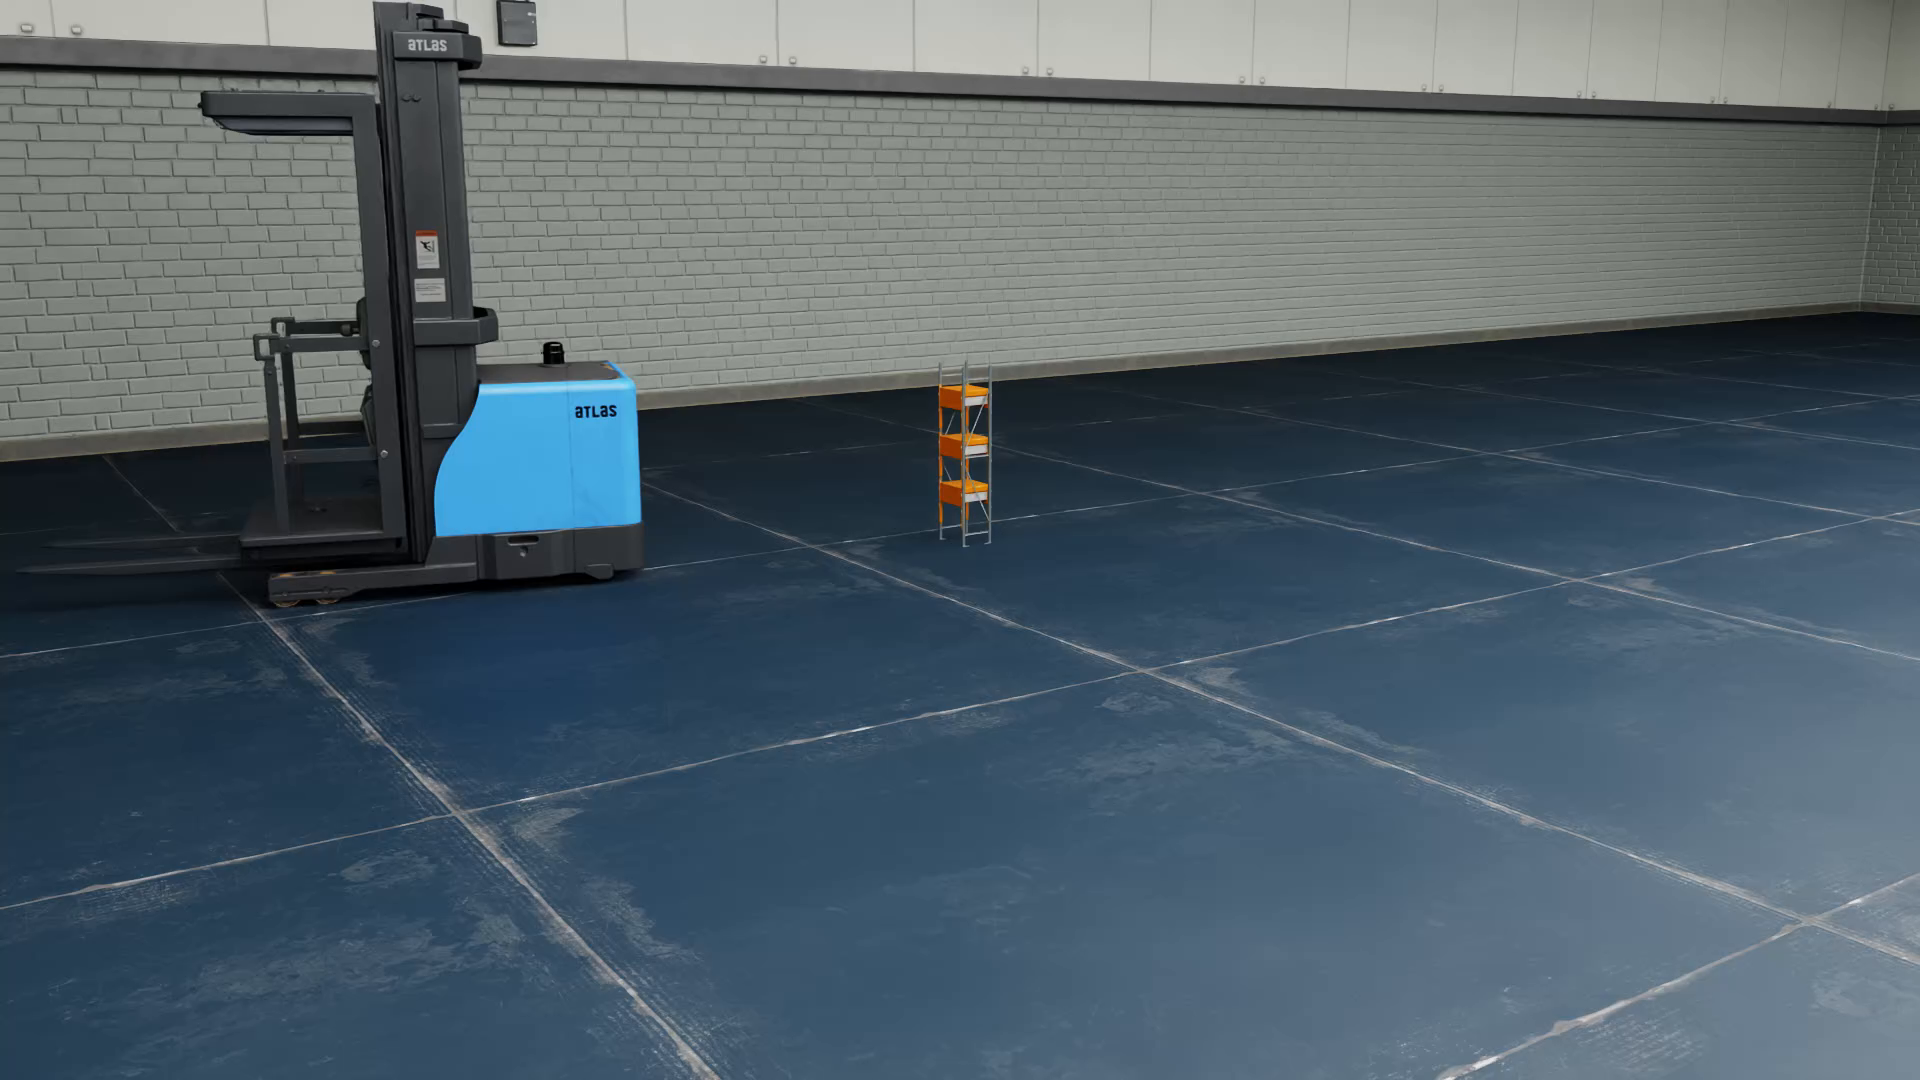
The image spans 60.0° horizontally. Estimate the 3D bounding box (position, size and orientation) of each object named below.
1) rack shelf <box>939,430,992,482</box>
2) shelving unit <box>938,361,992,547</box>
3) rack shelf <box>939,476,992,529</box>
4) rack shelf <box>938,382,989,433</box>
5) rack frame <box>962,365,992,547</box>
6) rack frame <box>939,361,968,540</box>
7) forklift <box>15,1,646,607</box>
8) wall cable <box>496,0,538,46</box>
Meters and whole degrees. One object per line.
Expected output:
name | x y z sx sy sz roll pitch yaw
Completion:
rack shelf | 0.030 -0.493 9.708 0.215 0.259 0.240 -8 15 -33
shelving unit | 0.030 -0.503 9.706 0.215 1.050 0.252 -8 15 -33
rack shelf | 0.030 -0.222 9.768 0.215 0.259 0.240 -8 15 -33
rack shelf | 0.030 -0.770 9.648 0.215 0.259 0.240 -8 15 -33
rack frame | 0.097 -0.482 9.607 0.200 1.050 0.008 -8 15 -33
rack frame | -0.038 -0.525 9.805 0.200 1.050 0.008 -8 15 -33
forklift | -3.260 -1.221 8.586 3.031 2.935 1.130 -4 13 -17
wall cable | -2.906 -7.252 13.999 2.305 6.003 0.169 -8 15 -33
